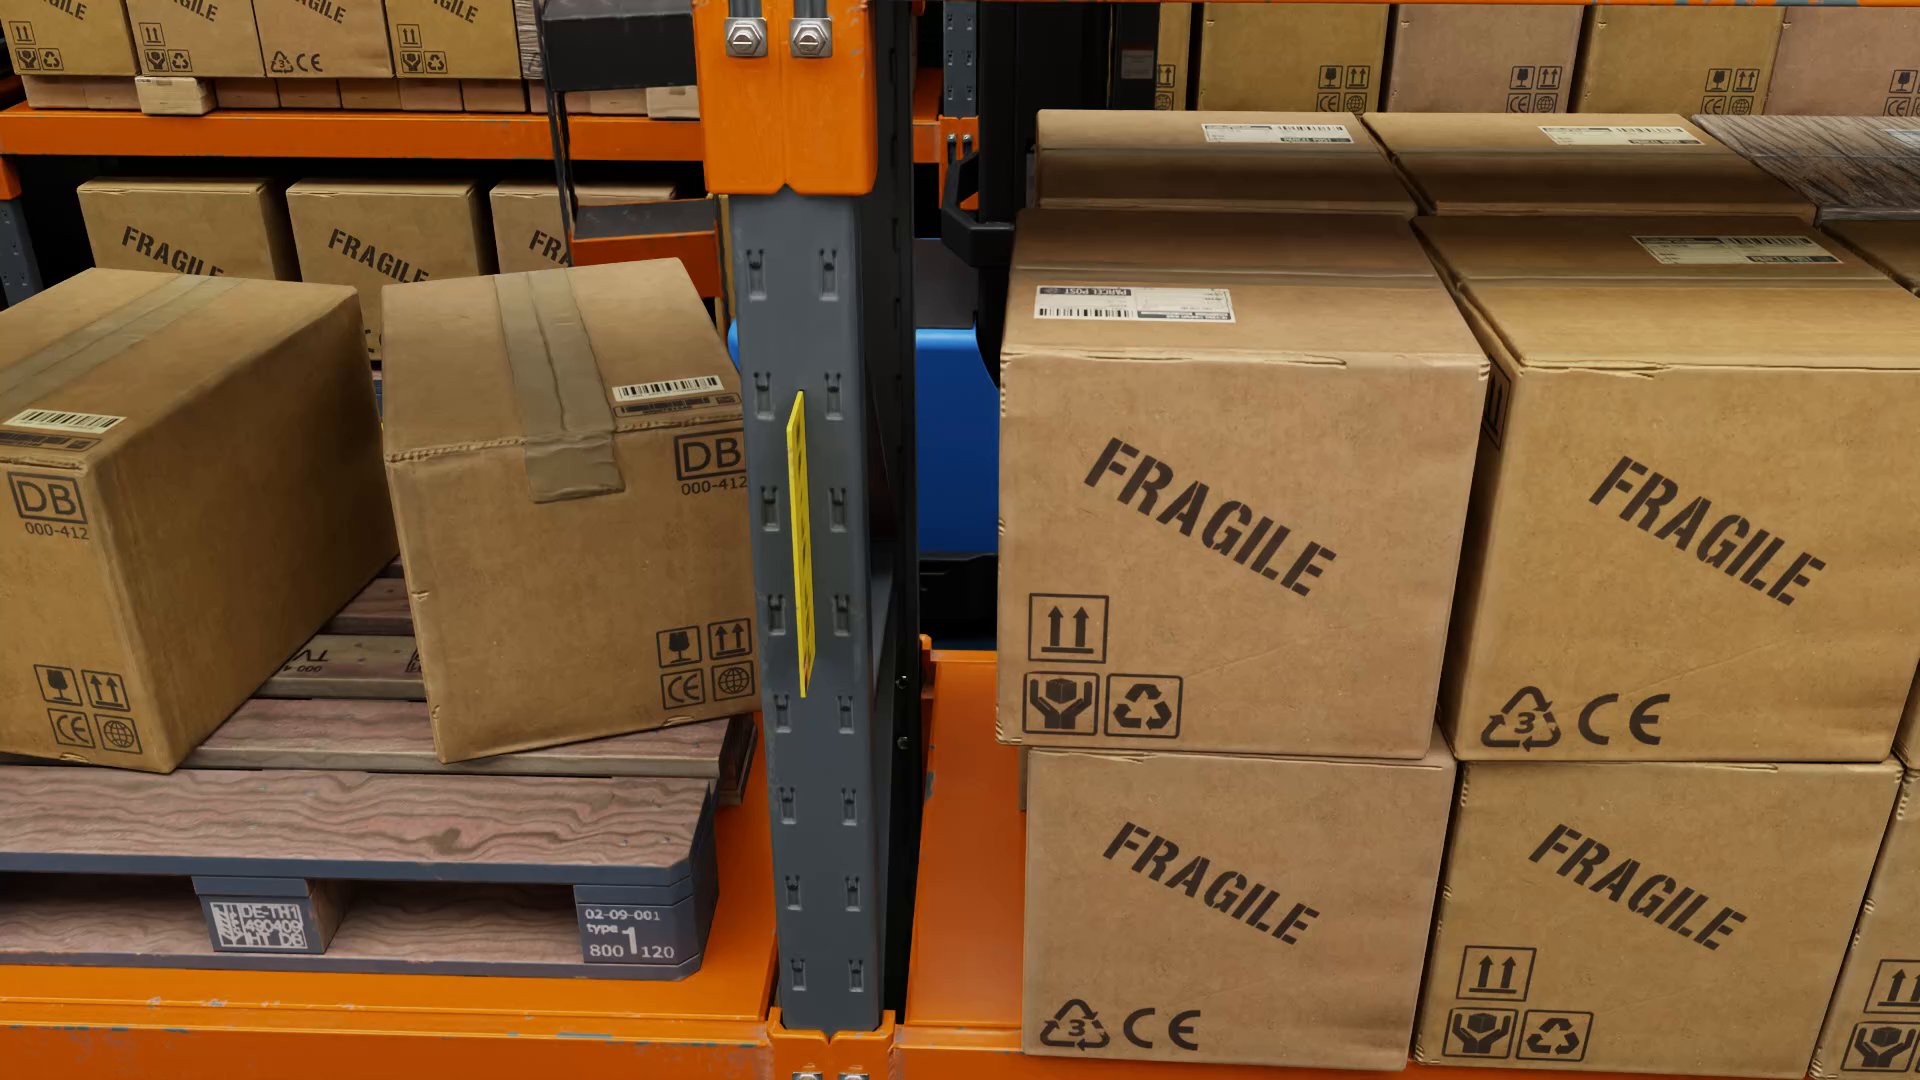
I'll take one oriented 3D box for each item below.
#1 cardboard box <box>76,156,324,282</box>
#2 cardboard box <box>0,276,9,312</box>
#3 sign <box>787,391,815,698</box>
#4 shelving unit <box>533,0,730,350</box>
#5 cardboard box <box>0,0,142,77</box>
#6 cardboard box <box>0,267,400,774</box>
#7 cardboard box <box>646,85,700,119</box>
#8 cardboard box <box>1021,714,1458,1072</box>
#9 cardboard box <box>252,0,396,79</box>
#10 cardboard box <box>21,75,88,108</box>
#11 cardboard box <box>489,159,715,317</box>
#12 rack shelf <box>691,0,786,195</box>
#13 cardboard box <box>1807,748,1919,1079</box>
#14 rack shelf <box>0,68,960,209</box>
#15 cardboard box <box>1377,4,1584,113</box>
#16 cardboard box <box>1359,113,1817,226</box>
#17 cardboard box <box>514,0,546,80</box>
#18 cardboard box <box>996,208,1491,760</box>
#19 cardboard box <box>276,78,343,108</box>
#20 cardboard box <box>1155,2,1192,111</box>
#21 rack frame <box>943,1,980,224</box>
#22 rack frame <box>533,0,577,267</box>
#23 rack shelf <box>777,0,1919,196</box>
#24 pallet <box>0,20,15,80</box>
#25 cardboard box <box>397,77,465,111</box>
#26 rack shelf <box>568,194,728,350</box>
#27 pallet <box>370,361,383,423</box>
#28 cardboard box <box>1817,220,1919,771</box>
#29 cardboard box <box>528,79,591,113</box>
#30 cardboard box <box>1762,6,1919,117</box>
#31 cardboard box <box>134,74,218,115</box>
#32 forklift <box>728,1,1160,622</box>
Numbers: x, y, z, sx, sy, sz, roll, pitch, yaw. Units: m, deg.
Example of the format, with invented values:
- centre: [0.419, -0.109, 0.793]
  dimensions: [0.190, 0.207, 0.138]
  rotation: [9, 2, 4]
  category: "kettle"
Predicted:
- centre: [-3.251, -1.287, 7.322]
  dimensions: [0.750, 0.750, 0.750]
  rotation: [1, 28, 1]
  category: "cardboard box"
- centre: [-4.702, -1.202, 7.515]
  dimensions: [0.500, 0.500, 0.700]
  rotation: [1, 28, 3]
  category: "cardboard box"
- centre: [-0.171, 0.008, 1.796]
  dimensions: [0.005, 0.325, 0.100]
  rotation: [1, 28, 2]
  category: "sign"
- centre: [-1.055, -0.896, 5.688]
  dimensions: [0.503, 2.100, 0.431]
  rotation: [-5, 28, -7]
  category: "shelving unit"
- centre: [-3.505, -2.182, 6.717]
  dimensions: [0.500, 0.500, 0.500]
  rotation: [2, 28, 3]
  category: "cardboard box"
- centre: [-1.310, -0.064, 2.613]
  dimensions: [0.500, 0.500, 0.700]
  rotation: [5, 28, 10]
  category: "cardboard box"
- centre: [-1.108, -1.825, 6.737]
  dimensions: [0.250, 0.149, 0.380]
  rotation: [1, 28, 2]
  category: "cardboard box"
- centre: [0.345, 0.352, 2.277]
  dimensions: [0.500, 0.500, 0.500]
  rotation: [2, 28, 3]
  category: "cardboard box"
- centre: [-2.486, -2.160, 6.676]
  dimensions: [0.500, 0.500, 0.500]
  rotation: [1, 28, 2]
  category: "cardboard box"
- centre: [-3.660, -1.909, 6.895]
  dimensions: [0.250, 0.149, 0.380]
  rotation: [1, 28, 1]
  category: "cardboard box"
- centre: [-1.526, -1.258, 7.267]
  dimensions: [0.750, 0.750, 0.750]
  rotation: [2, 28, 3]
  category: "cardboard box"
- centre: [-2.153, -0.781, 2.085]
  dimensions: [4.000, 0.370, 1.077]
  rotation: [1, 28, 2]
  category: "rack shelf"
- centre: [1.357, 0.368, 2.247]
  dimensions: [0.500, 0.500, 0.500]
  rotation: [1, 28, 2]
  category: "cardboard box"
- centre: [-1.982, -1.774, 7.162]
  dimensions: [4.000, 0.370, 1.077]
  rotation: [1, 28, 2]
  category: "rack shelf"
- centre: [2.015, -2.153, 6.788]
  dimensions: [0.700, 0.700, 0.980]
  rotation: [0, 28, -1]
  category: "cardboard box"
- centre: [0.872, -0.332, 2.499]
  dimensions: [0.500, 0.500, 0.500]
  rotation: [0, 28, 1]
  category: "cardboard box"
- centre: [-1.466, -2.149, 6.656]
  dimensions: [0.500, 0.500, 0.500]
  rotation: [1, 28, 2]
  category: "cardboard box"
- centre: [0.306, -0.087, 2.036]
  dimensions: [0.500, 0.500, 0.500]
  rotation: [2, 28, 3]
  category: "cardboard box"
- centre: [-2.631, -1.910, 6.897]
  dimensions: [0.250, 0.149, 0.380]
  rotation: [2, 28, 3]
  category: "cardboard box"
- centre: [0.558, -2.175, 6.830]
  dimensions: [0.700, 0.700, 0.980]
  rotation: [1, 28, 3]
  category: "cardboard box"
- centre: [0.017, -2.059, 6.931]
  dimensions: [0.127, 3.000, 1.000]
  rotation: [1, 28, 2]
  category: "rack frame"
- centre: [-1.296, -0.875, 5.658]
  dimensions: [0.015, 2.100, 0.400]
  rotation: [-5, 28, -7]
  category: "rack frame"
- centre: [1.844, -0.715, 1.961]
  dimensions: [4.000, 0.370, 1.077]
  rotation: [1, 28, 2]
  category: "rack shelf"
- centre: [-4.697, -2.002, 7.029]
  dimensions: [1.003, 0.211, 1.213]
  rotation: [1, 28, 2]
  category: "pallet"
- centre: [-2.127, -1.889, 6.857]
  dimensions: [0.250, 0.149, 0.380]
  rotation: [1, 28, 2]
  category: "cardboard box"
- centre: [-1.055, -0.884, 5.694]
  dimensions: [0.480, 0.518, 0.431]
  rotation: [-5, 28, -7]
  category: "rack shelf"
- centre: [-1.980, -0.823, 7.578]
  dimensions: [1.213, 0.211, 1.003]
  rotation: [1, 28, 2]
  category: "pallet"
- centre: [1.336, -0.070, 2.004]
  dimensions: [0.500, 0.500, 0.500]
  rotation: [0, 28, 0]
  category: "cardboard box"
- centre: [-1.599, -1.871, 6.824]
  dimensions: [0.250, 0.149, 0.380]
  rotation: [0, 28, 0]
  category: "cardboard box"
- centre: [3.504, -2.129, 6.743]
  dimensions: [0.700, 0.700, 0.980]
  rotation: [2, 28, 4]
  category: "cardboard box"
- centre: [-3.146, -1.857, 6.797]
  dimensions: [0.250, 0.149, 0.380]
  rotation: [2, 28, 3]
  category: "cardboard box"
- centre: [0.778, -1.207, 5.398]
  dimensions: [3.031, 2.935, 1.130]
  rotation: [1, 28, 2]
  category: "forklift"
